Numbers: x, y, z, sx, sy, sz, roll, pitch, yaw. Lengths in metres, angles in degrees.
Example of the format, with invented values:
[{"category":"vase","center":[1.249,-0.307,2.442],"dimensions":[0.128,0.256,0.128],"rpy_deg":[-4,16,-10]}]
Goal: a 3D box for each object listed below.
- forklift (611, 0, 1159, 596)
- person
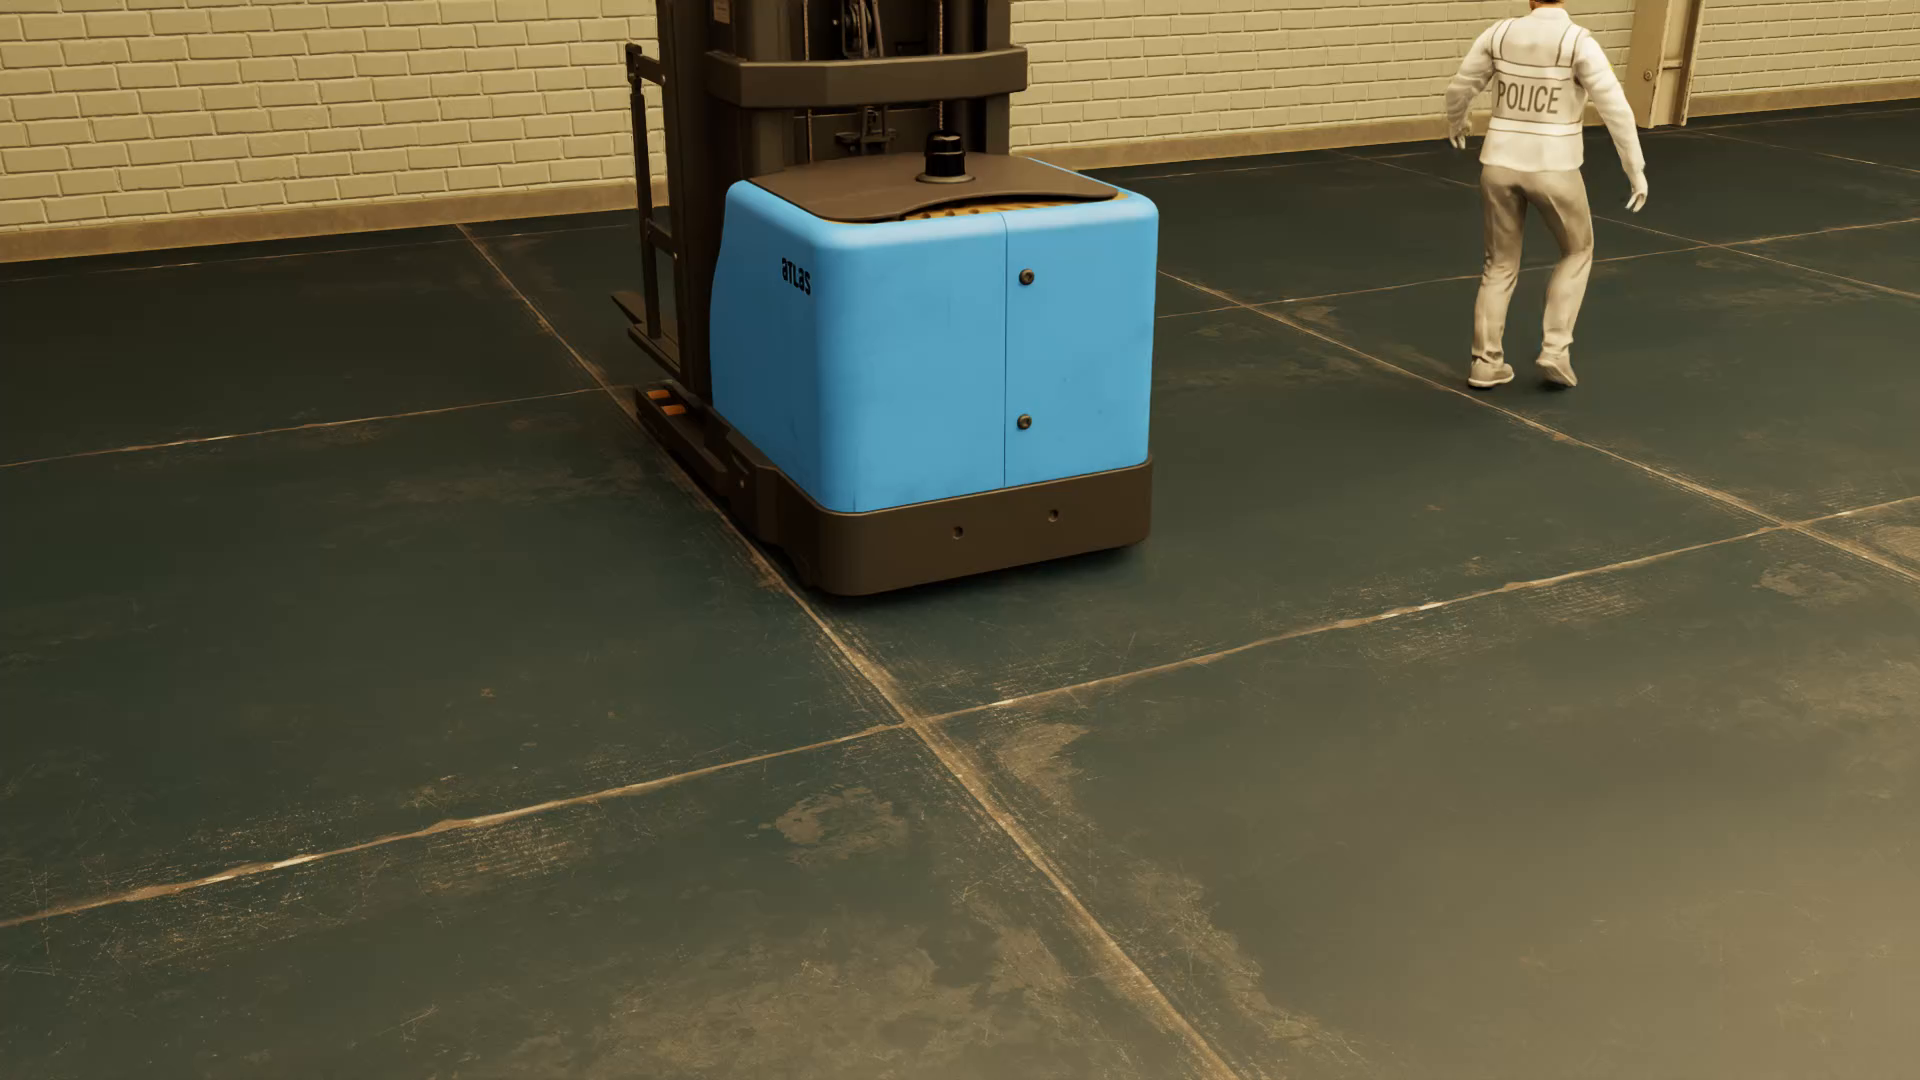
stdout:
[{"category":"forklift","center":[-0.523,-1.730,5.451],"dimensions":[1.130,2.935,3.031],"rpy_deg":[-10,25,-23]},{"category":"person","center":[2.175,-1.371,6.324],"dimensions":[0.837,1.685,0.442],"rpy_deg":[19,29,39]}]
